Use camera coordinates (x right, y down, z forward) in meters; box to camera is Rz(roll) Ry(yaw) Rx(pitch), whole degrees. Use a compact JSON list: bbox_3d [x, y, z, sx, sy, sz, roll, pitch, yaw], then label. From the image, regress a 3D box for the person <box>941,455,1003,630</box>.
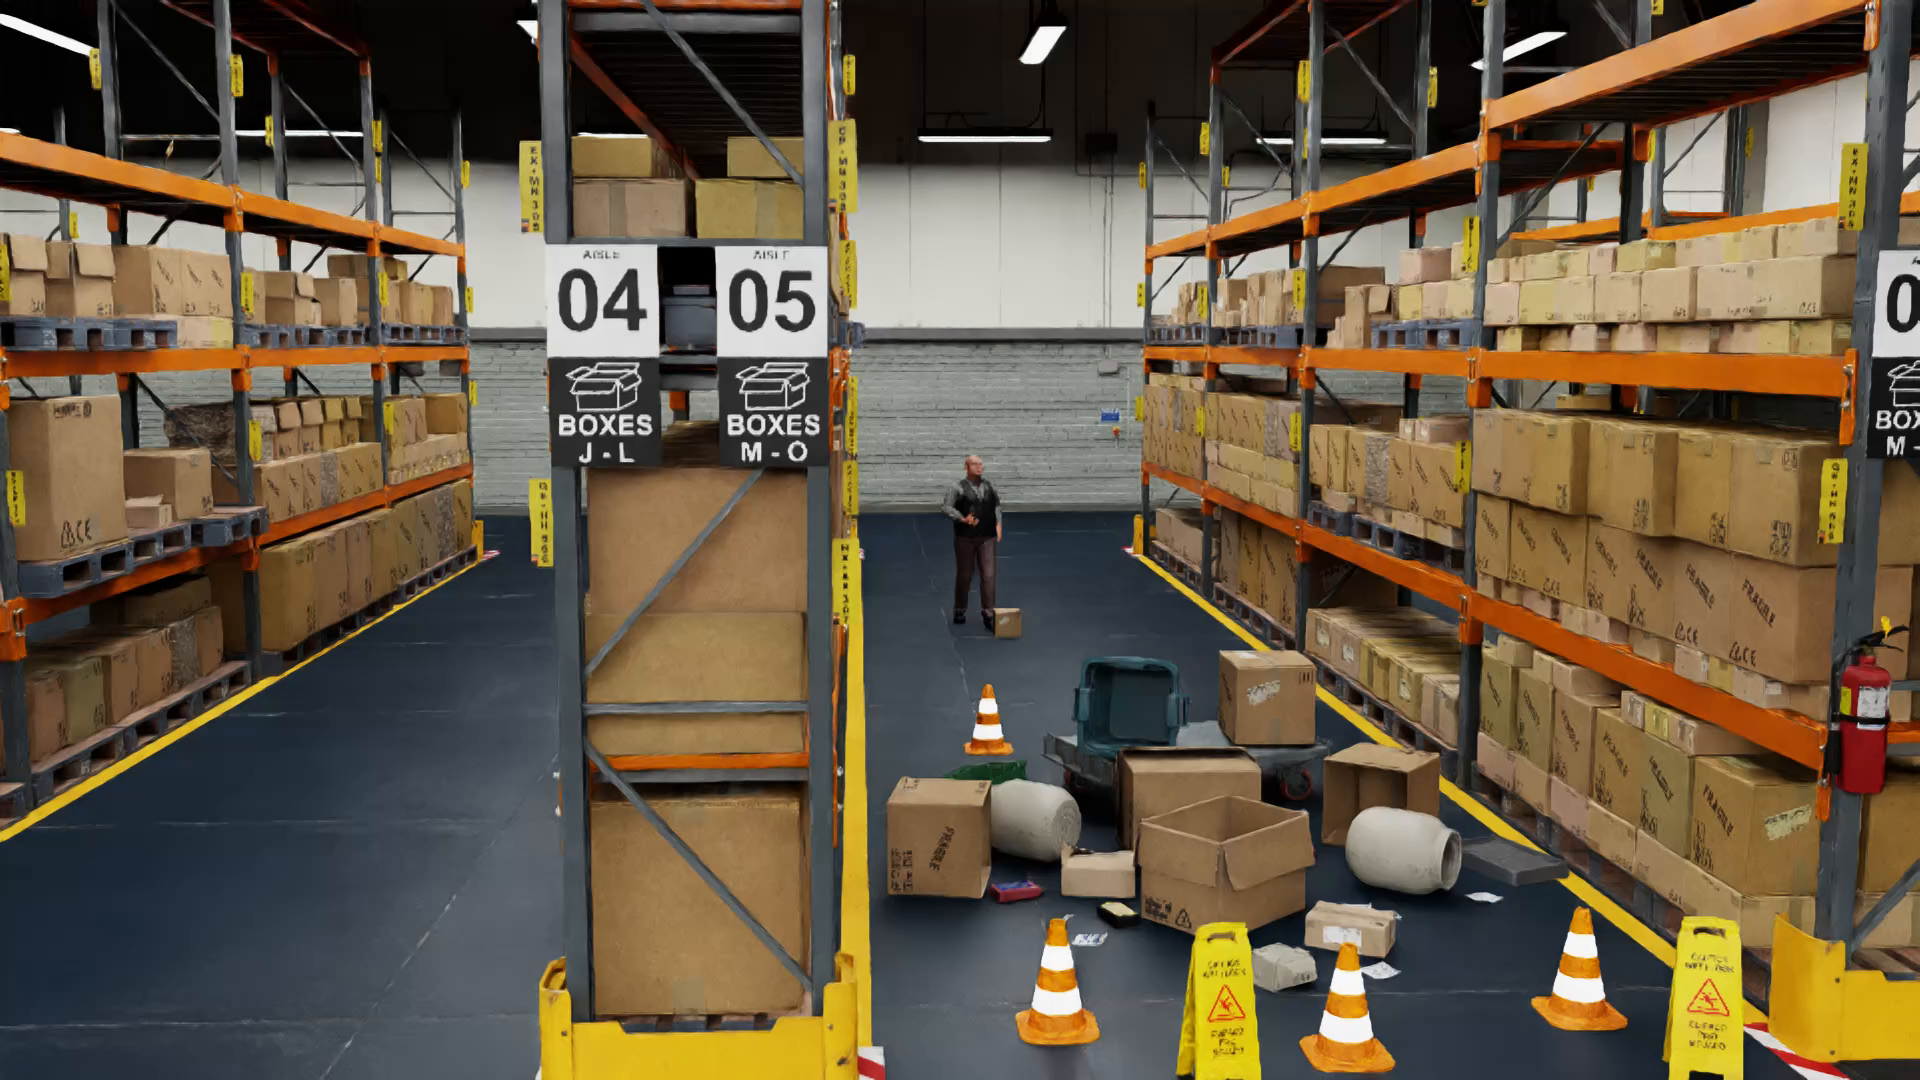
[{"bbox_3d":[0.196,0.013,16.718,0.703,1.717,0.739,-3,7,-21],"label":"person"}]
